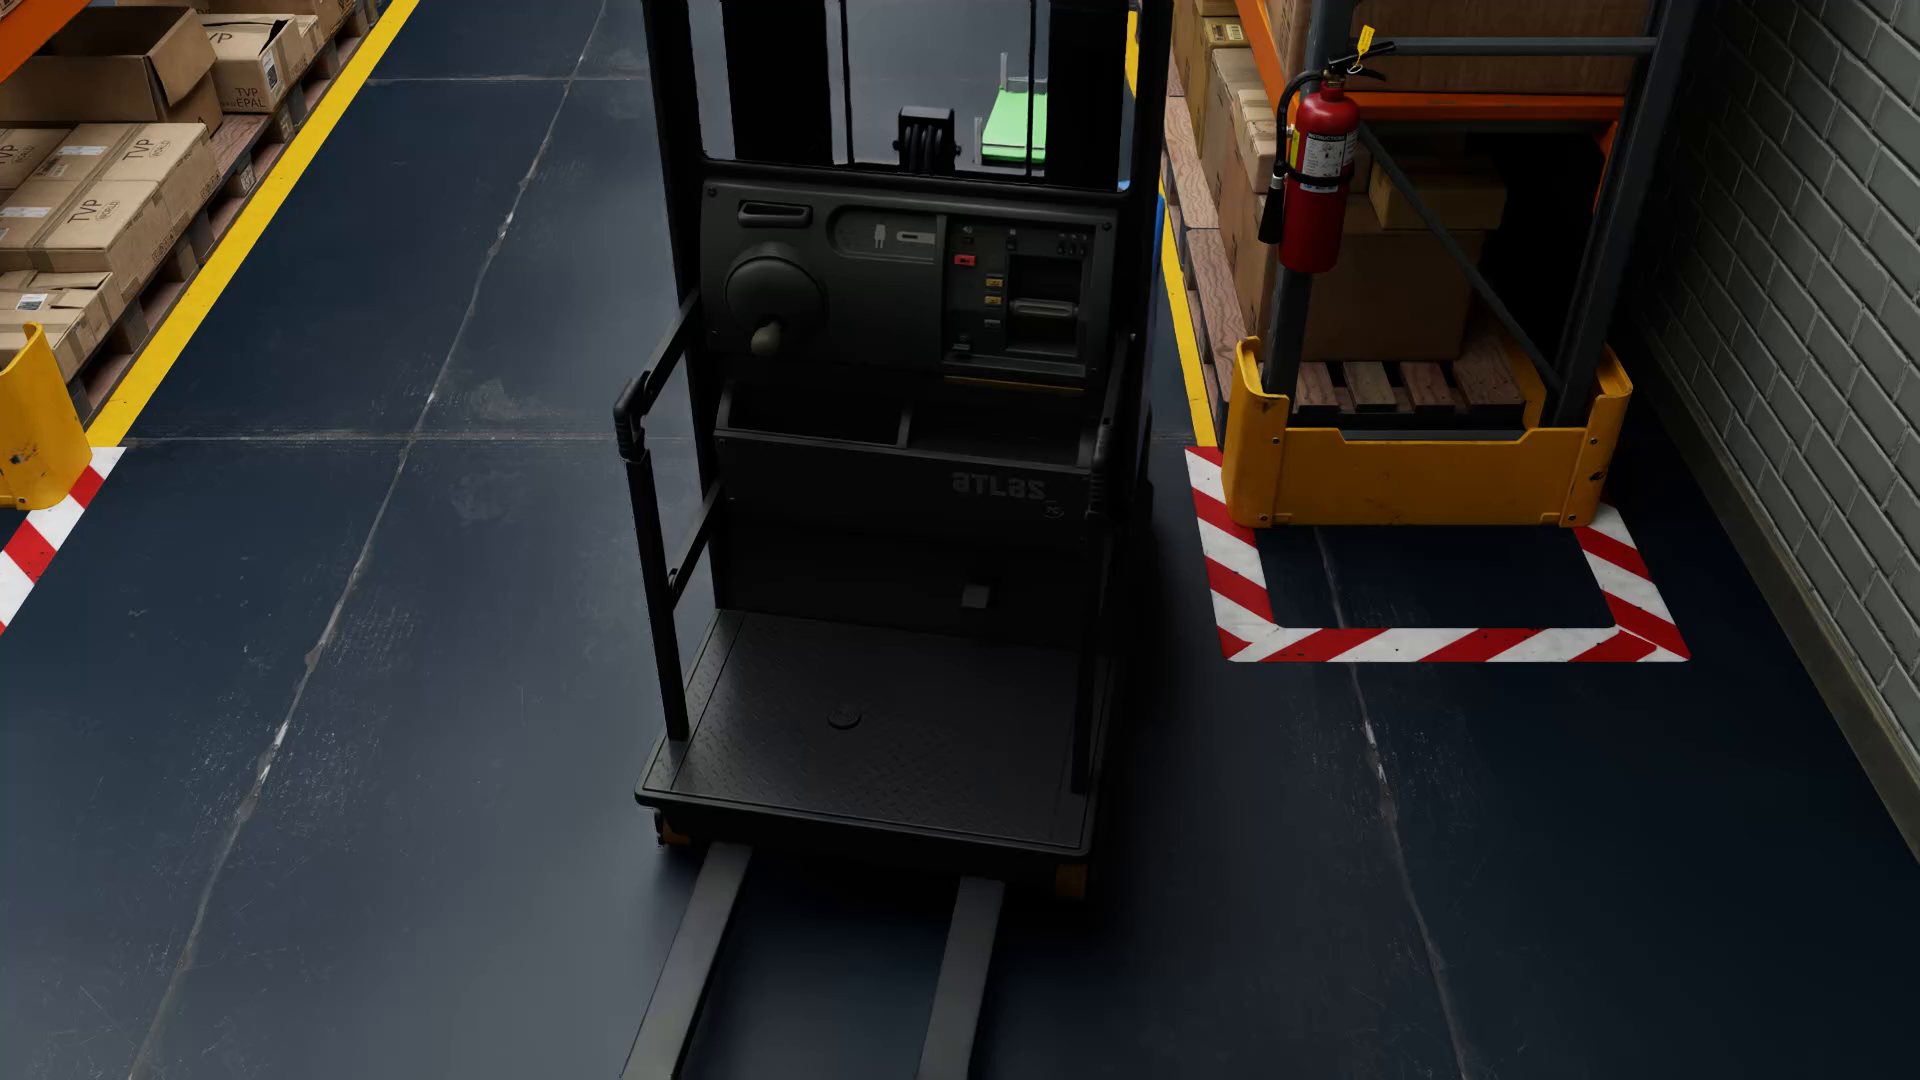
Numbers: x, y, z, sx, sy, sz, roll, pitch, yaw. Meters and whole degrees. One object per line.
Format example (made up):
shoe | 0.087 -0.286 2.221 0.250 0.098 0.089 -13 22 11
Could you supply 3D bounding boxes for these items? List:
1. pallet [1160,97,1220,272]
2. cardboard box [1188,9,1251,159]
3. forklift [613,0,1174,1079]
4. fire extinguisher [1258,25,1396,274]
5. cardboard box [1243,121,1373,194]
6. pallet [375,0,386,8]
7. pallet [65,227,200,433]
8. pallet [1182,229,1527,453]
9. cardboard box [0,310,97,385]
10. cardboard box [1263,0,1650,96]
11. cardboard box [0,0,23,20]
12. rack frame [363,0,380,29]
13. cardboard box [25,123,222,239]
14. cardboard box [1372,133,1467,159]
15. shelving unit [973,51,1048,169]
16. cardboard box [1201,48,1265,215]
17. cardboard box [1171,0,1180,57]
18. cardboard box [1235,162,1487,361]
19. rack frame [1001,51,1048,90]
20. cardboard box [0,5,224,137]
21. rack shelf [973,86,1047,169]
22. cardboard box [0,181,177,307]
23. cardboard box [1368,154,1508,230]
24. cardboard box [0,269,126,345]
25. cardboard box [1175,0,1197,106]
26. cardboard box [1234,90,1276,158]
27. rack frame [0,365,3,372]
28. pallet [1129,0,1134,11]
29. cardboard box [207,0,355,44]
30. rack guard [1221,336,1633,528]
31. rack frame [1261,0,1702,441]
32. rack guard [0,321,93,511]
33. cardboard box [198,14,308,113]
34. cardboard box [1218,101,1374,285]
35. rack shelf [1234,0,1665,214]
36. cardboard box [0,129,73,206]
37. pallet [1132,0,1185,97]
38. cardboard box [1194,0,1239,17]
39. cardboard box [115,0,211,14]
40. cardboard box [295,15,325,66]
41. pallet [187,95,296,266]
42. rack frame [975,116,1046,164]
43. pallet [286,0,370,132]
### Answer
pallet | 1.373 -1.505 6.959 1.003 0.211 1.213 0 39 0
cardboard box | 1.340 -1.919 6.909 0.700 0.500 0.500 1 39 1
forklift | -0.158 -0.497 3.527 1.130 2.935 3.031 6 39 8
fire extinguisher | 0.990 -1.062 4.536 0.296 0.674 0.183 0 39 0
cardboard box | 1.168 -1.292 5.607 0.380 0.149 0.250 0 39 -1
pallet | -3.546 -3.248 9.135 1.003 0.211 1.213 0 39 0
pallet | -3.505 -0.784 6.060 1.003 0.211 1.213 0 39 0
pallet | 1.372 -0.744 6.010 1.003 0.211 1.213 0 39 0
cardboard box | -3.159 -0.648 5.587 0.380 0.149 0.250 0 39 0
cardboard box | 1.440 -1.768 4.818 0.980 0.700 0.700 2 39 2
cardboard box | -3.245 -1.966 5.224 0.500 0.500 0.500 0 39 0
rack frame | -3.507 -3.828 7.628 1.000 3.000 0.127 0 39 0
cardboard box | -3.221 -1.391 6.434 0.500 0.250 0.500 0 39 0
cardboard box | 1.549 -1.450 5.805 0.380 0.149 0.250 0 39 0
shelving unit | 0.207 -0.912 5.428 0.258 1.200 0.503 6 39 8
cardboard box | 1.348 -1.586 6.493 0.700 0.500 0.500 -1 39 -2
cardboard box | 1.345 -2.554 7.702 0.700 0.500 0.500 0 39 1
cardboard box | 1.350 -0.958 5.710 0.700 0.500 0.500 0 39 0
rack frame | 0.250 -1.062 5.616 0.240 1.200 0.015 6 39 8
cardboard box | -3.500 -1.850 6.805 0.797 0.503 0.637 0 39 0
rack shelf | 0.207 -1.236 5.168 0.258 0.148 0.480 6 39 8
cardboard box | -3.220 -1.078 6.043 0.500 0.250 0.500 0 39 0
cardboard box | 1.550 -1.133 5.410 0.380 0.149 0.250 0 39 0
cardboard box | -3.160 -0.811 5.777 0.380 0.166 0.250 0 39 0
cardboard box | 1.342 -2.240 7.310 0.700 0.500 0.500 0 39 -1
cardboard box | 1.167 -1.451 5.807 0.380 0.149 0.250 1 39 1
rack frame | -3.503 -1.326 4.506 1.000 3.000 0.127 0 39 0
pallet | 1.370 -3.228 9.109 1.003 0.211 1.213 0 39 0
cardboard box | -3.223 -2.668 7.828 0.500 0.500 0.500 0 39 0
rack guard | 1.451 -0.342 5.277 1.175 0.500 0.348 0 39 0
rack frame | 1.451 -1.332 4.514 1.000 3.000 0.127 0 39 0
rack guard | -3.503 -0.398 5.347 1.175 0.500 0.348 0 39 0
cardboard box | -3.222 -2.125 7.301 0.500 0.311 0.500 0 39 0
cardboard box | 1.350 -1.271 6.101 0.700 0.500 0.500 0 39 0
rack shelf | 1.449 -2.302 6.299 1.077 0.370 4.000 0 39 0
cardboard box | -3.721 -1.359 6.394 0.500 0.250 0.500 0 39 0
pallet | 1.369 -2.270 7.914 1.003 0.211 1.213 0 39 0
cardboard box | 1.163 -2.267 6.824 0.380 0.149 0.250 -1 39 -1
cardboard box | -3.723 -2.688 8.003 0.500 0.311 0.500 0 39 0
cardboard box | -3.162 -2.296 7.645 0.380 0.149 0.250 0 39 0
pallet | -3.503 -1.545 7.010 1.003 0.211 1.213 0 39 0
rack frame | 0.164 -0.761 5.241 0.240 1.200 0.015 6 39 8
pallet | -3.507 -2.310 7.964 1.003 0.211 1.213 0 39 0
